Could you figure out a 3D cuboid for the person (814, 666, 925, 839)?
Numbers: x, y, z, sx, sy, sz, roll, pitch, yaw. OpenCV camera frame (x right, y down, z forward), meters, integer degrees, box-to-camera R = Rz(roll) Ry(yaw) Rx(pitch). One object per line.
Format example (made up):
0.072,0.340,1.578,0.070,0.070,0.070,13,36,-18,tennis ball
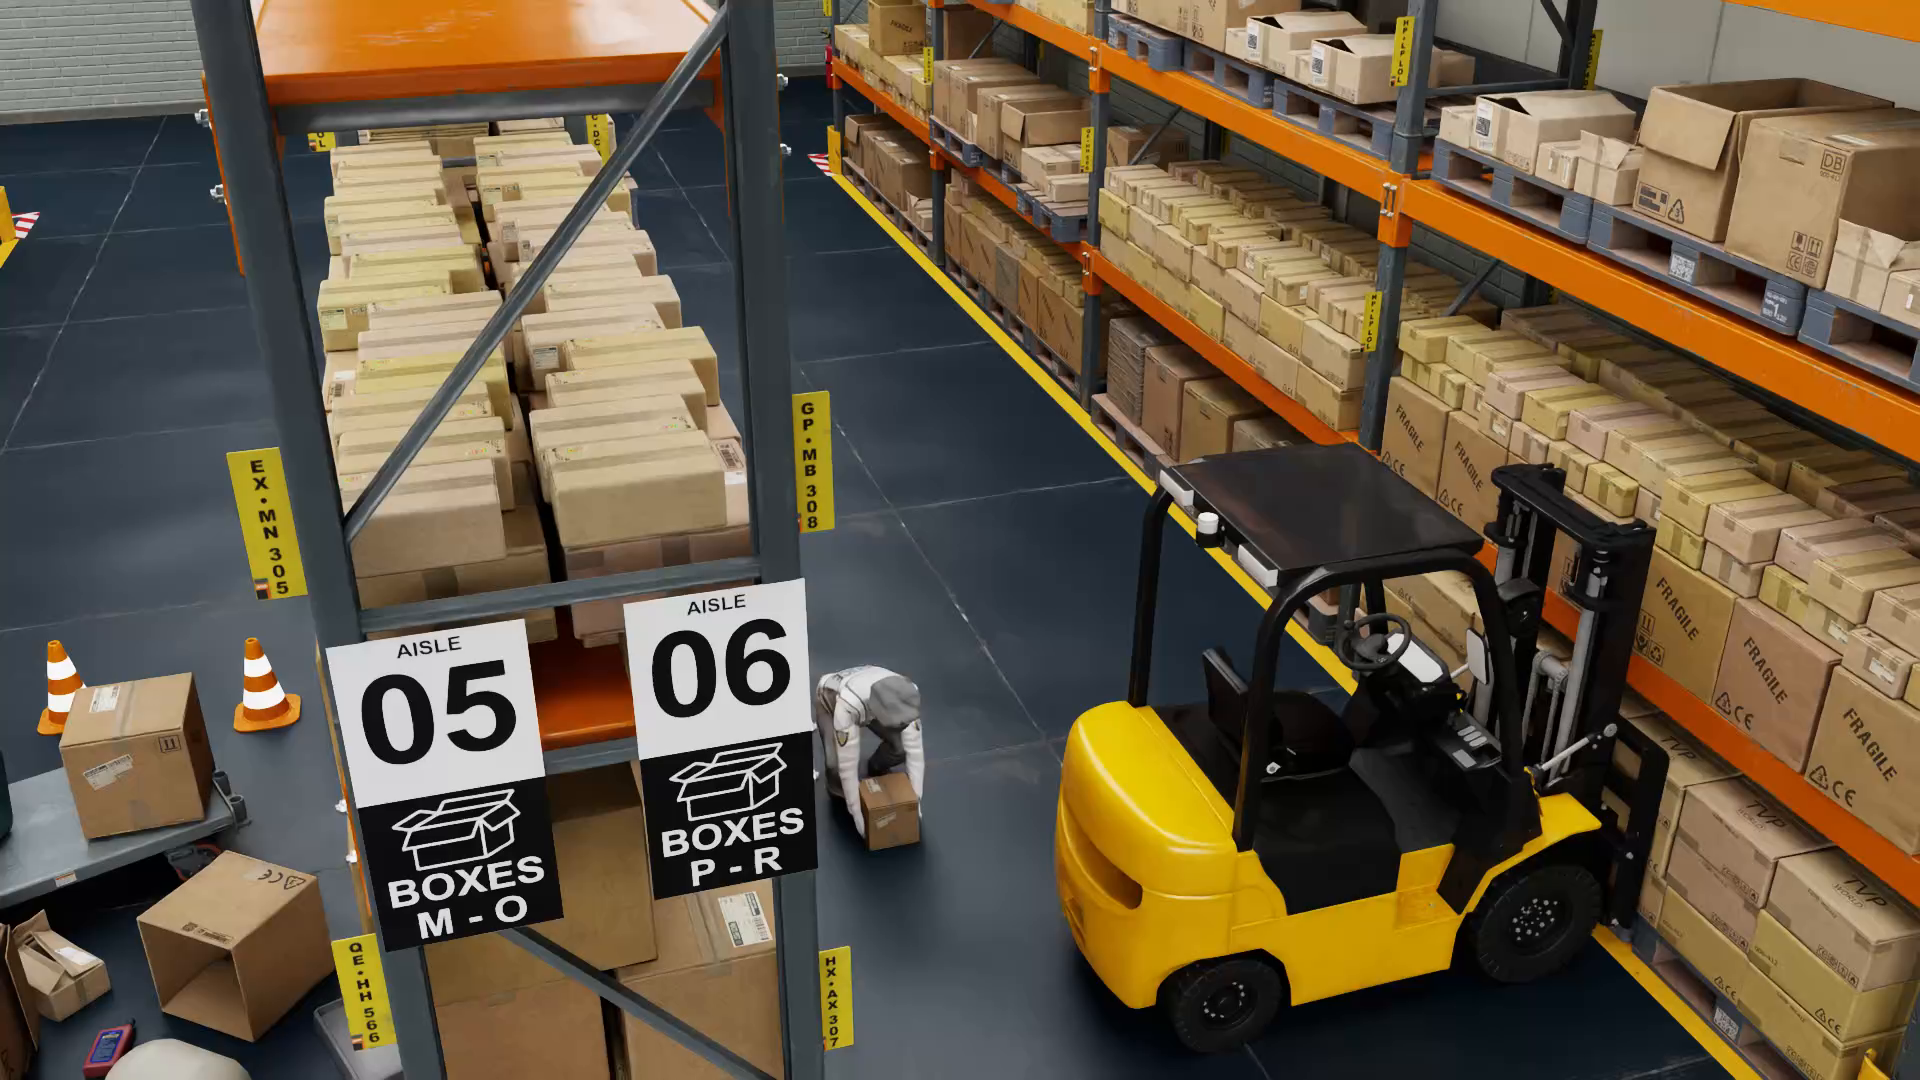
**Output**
-0.450,0.920,8.201,0.479,0.849,0.859,-8,28,-16,person
